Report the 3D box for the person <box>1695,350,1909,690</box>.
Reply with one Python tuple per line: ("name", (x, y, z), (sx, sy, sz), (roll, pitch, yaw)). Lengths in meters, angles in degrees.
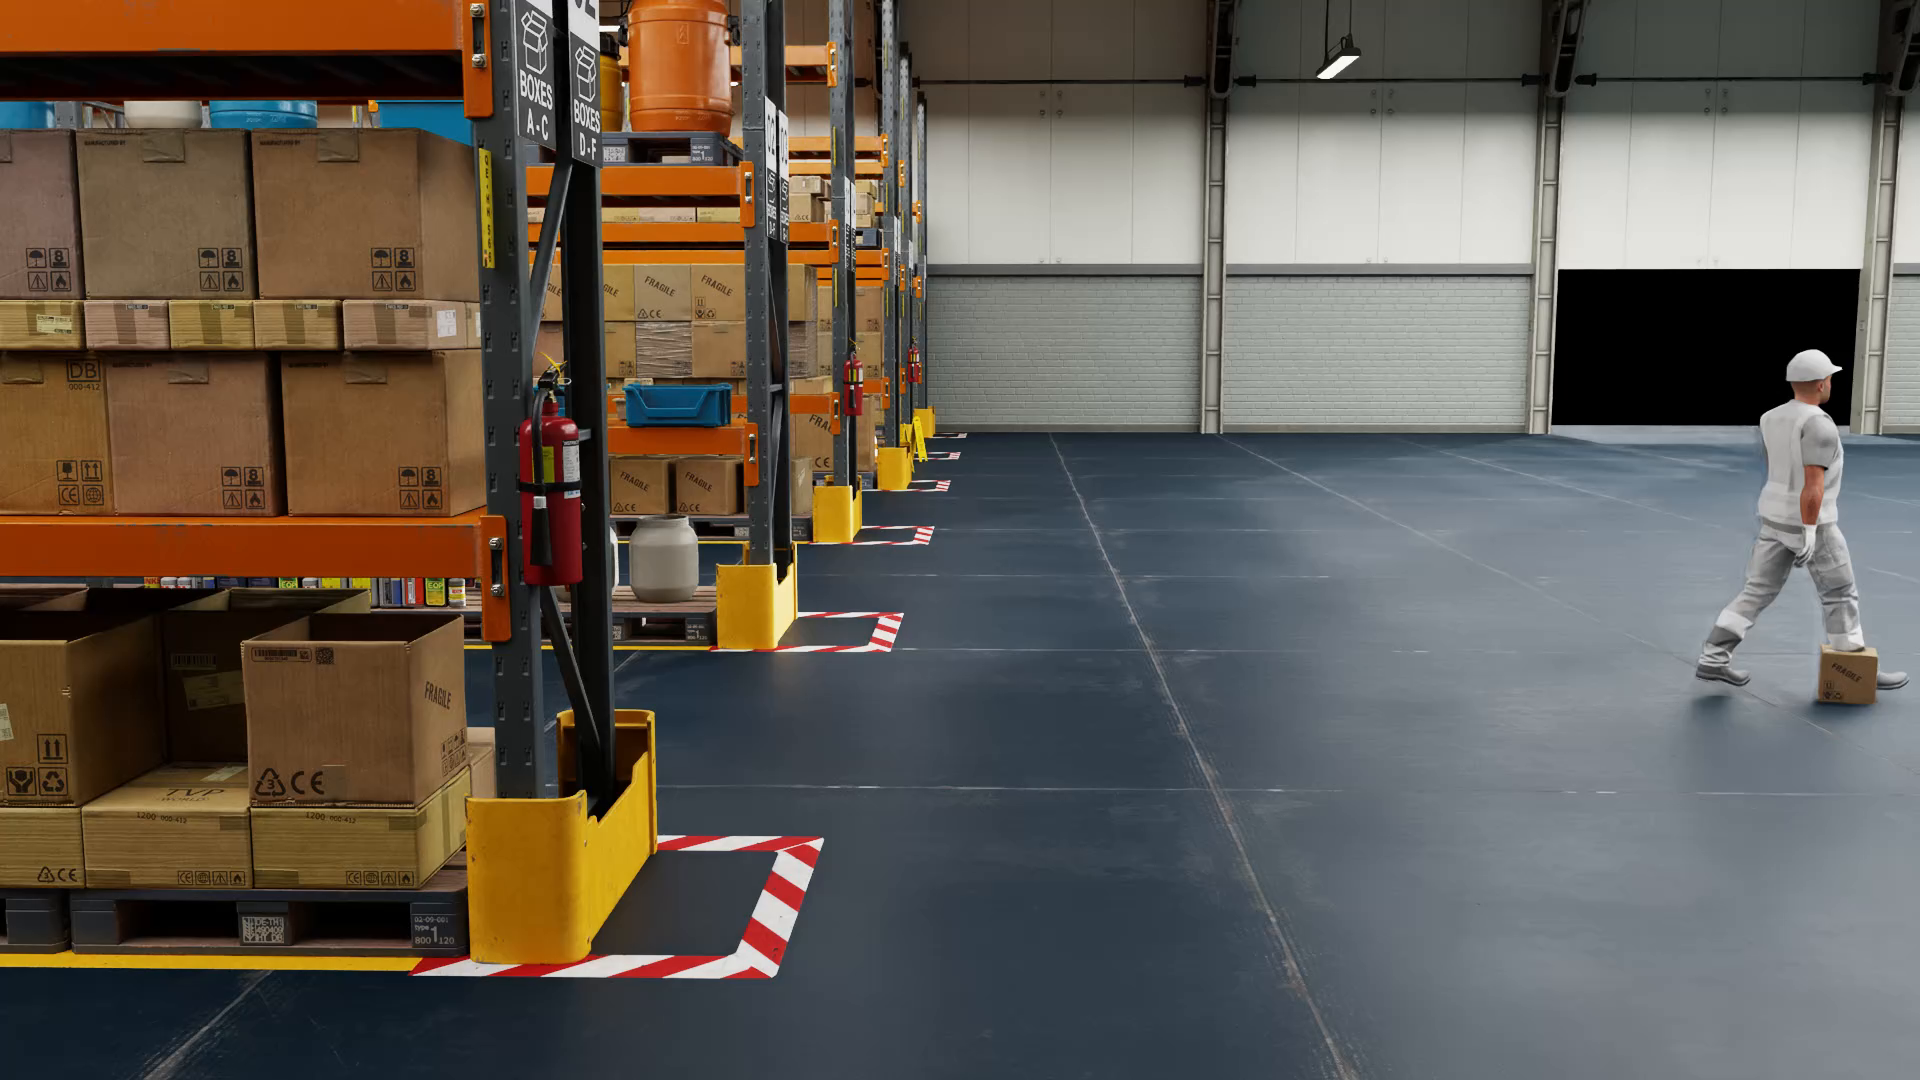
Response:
("person", (4.308, -0.088, 8.439), (1.040, 1.747, 0.588), (-1, 7, -8))
